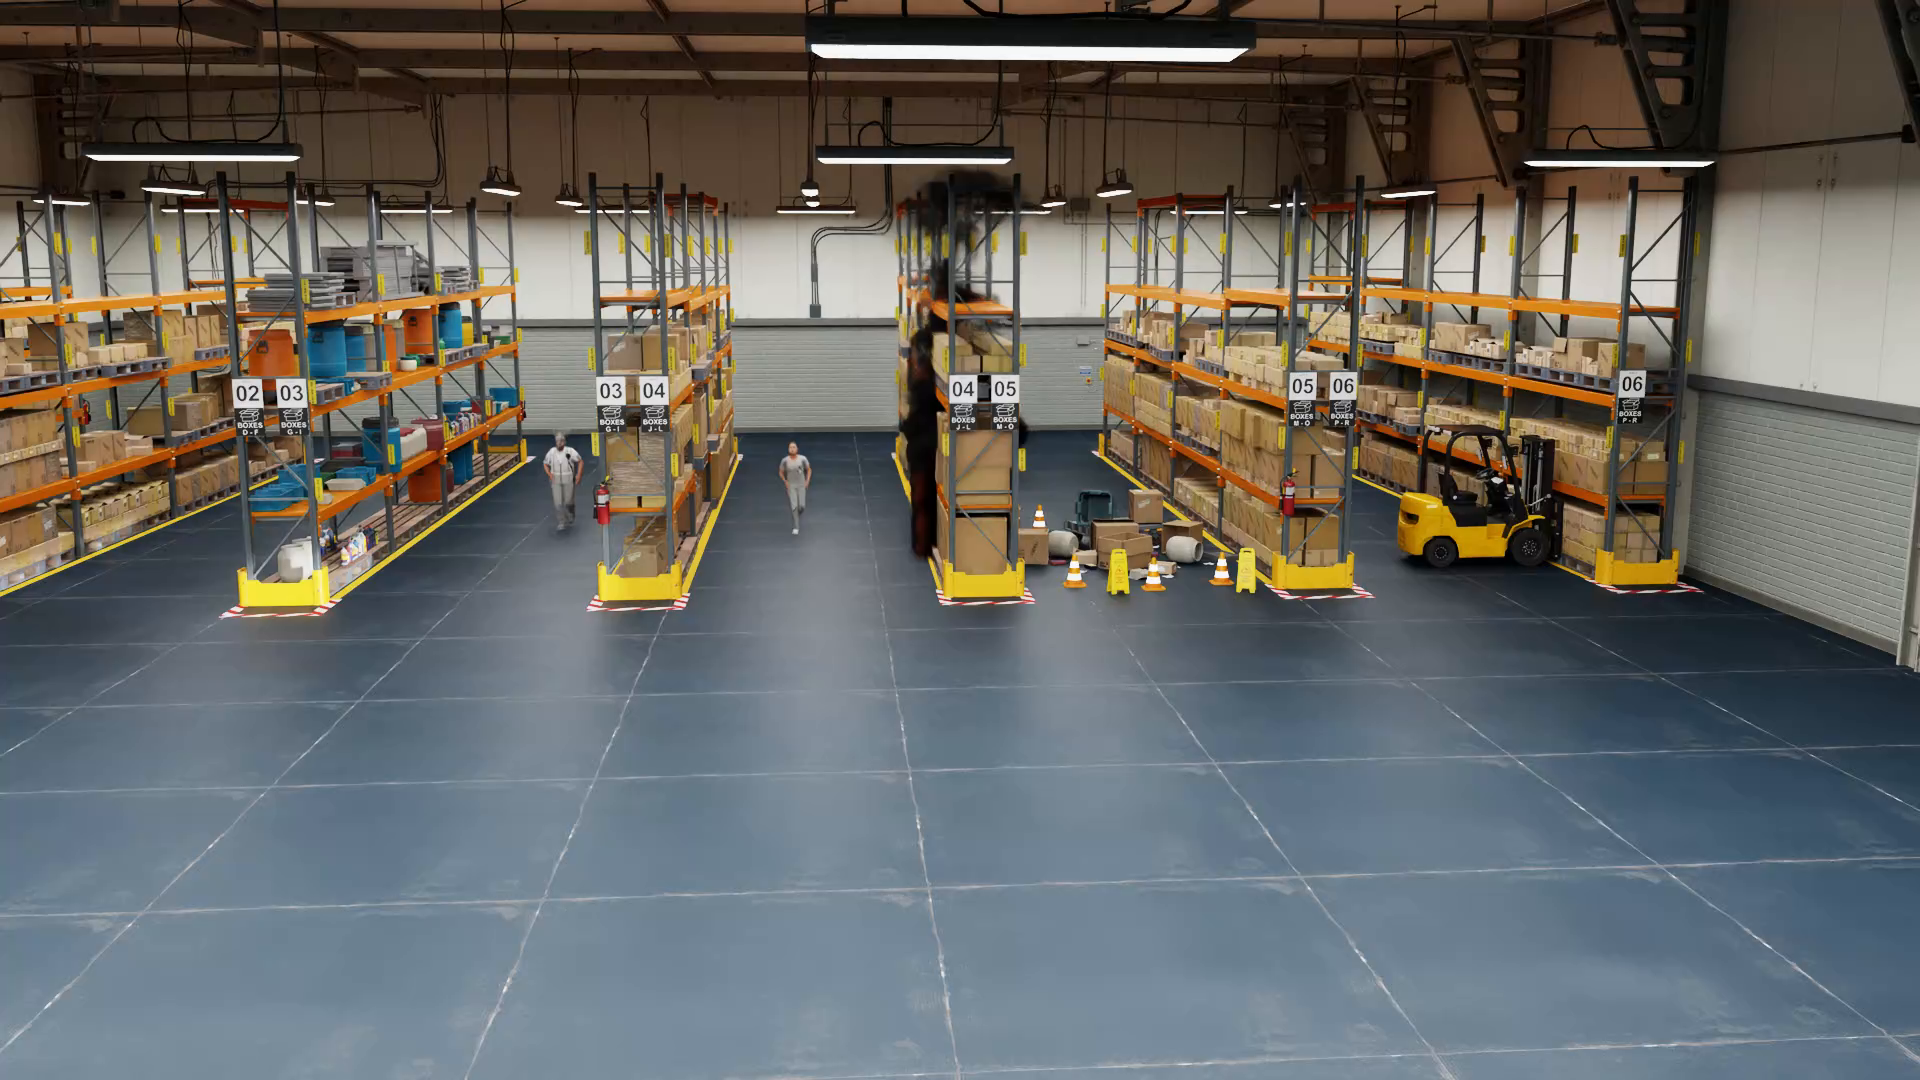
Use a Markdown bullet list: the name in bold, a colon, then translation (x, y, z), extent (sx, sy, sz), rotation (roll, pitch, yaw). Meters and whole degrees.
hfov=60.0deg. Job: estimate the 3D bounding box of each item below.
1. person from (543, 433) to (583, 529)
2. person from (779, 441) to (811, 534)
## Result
- **person**: translation (-7.099, -1.065, 29.760), extent (0.698, 1.742, 0.594), rotation (-1, 10, -7)
- **person**: translation (-2.894, -0.920, 29.258), extent (0.571, 1.634, 0.483), rotation (-1, 10, -8)
